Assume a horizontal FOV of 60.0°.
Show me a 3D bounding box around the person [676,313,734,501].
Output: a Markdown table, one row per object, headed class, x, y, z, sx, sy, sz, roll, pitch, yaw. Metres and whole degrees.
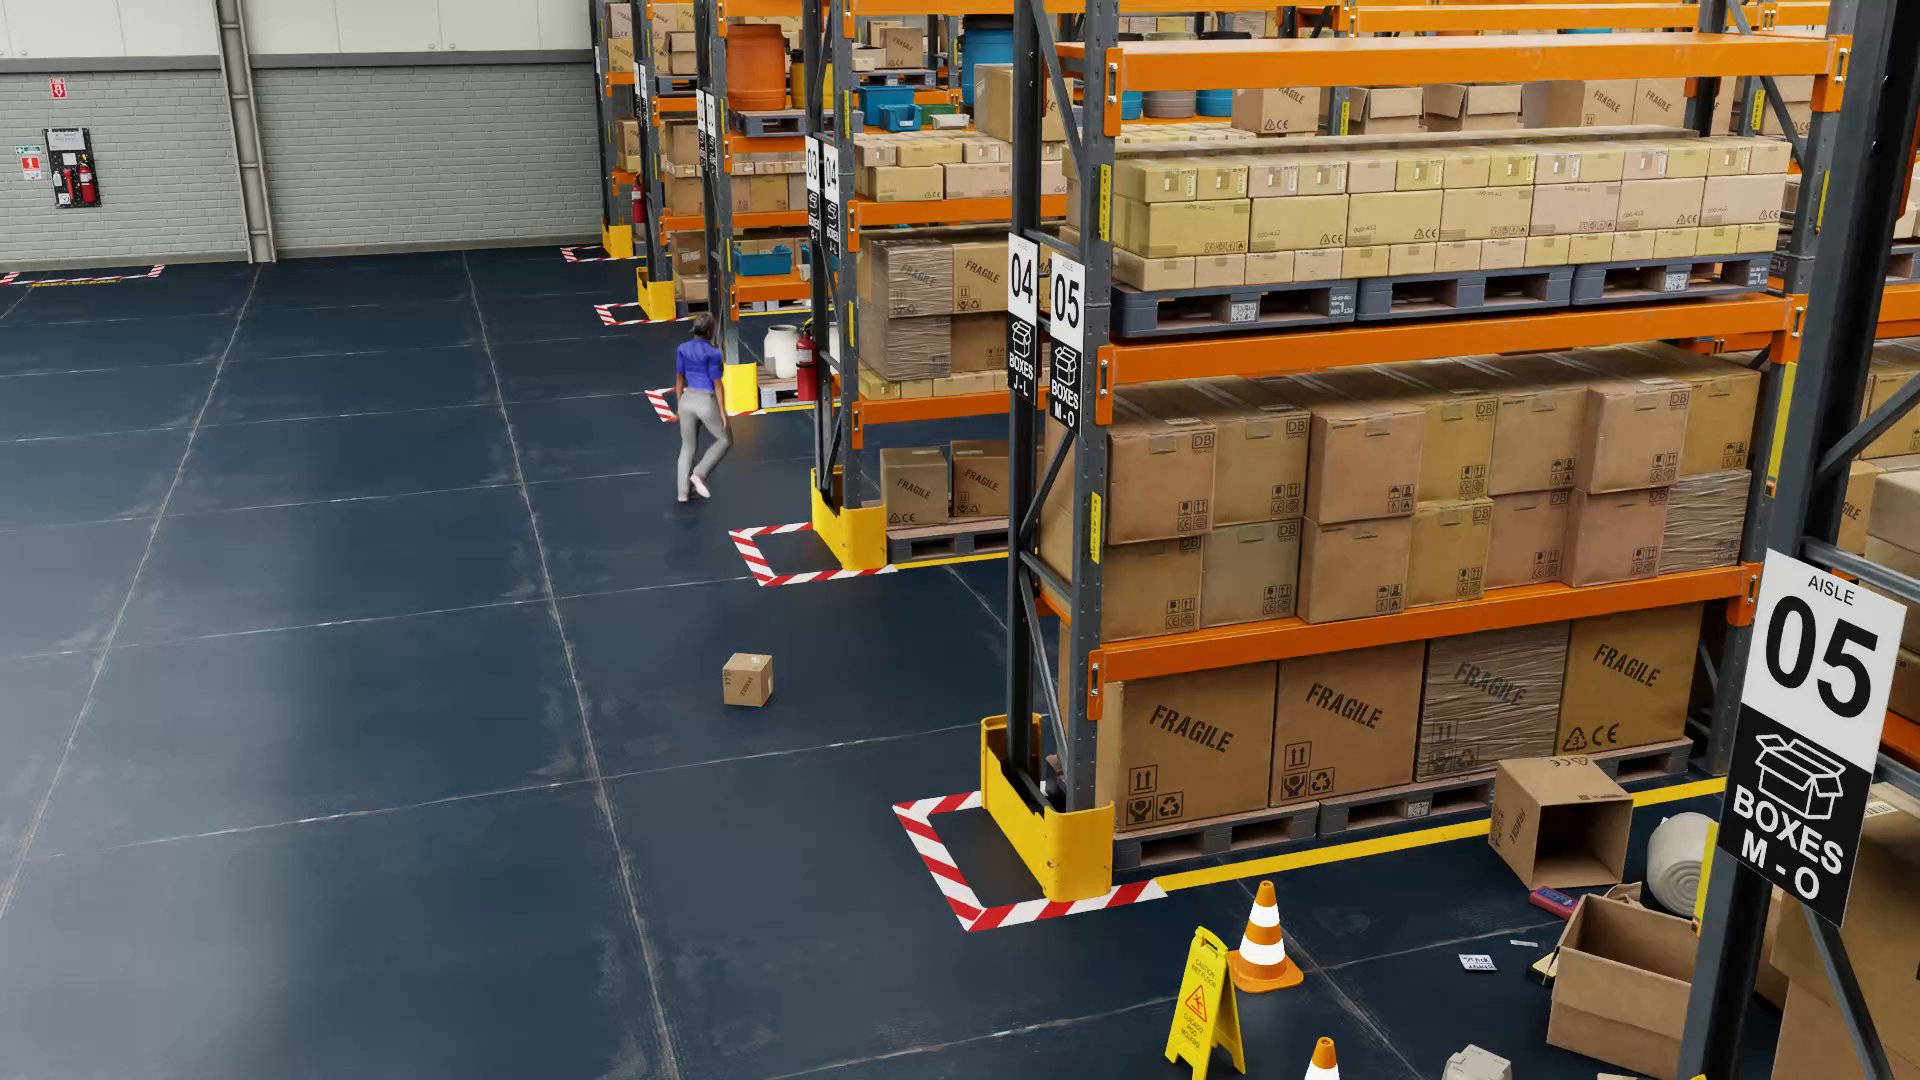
| class | x | y | z | sx | sy | sz | roll | pitch | yaw |
| --- | --- | --- | --- | --- | --- | --- | --- | --- | --- |
| person | -2.191 | -1.135 | 14.247 | 0.486 | 1.644 | 0.449 | 7 | 20 | 18 |
